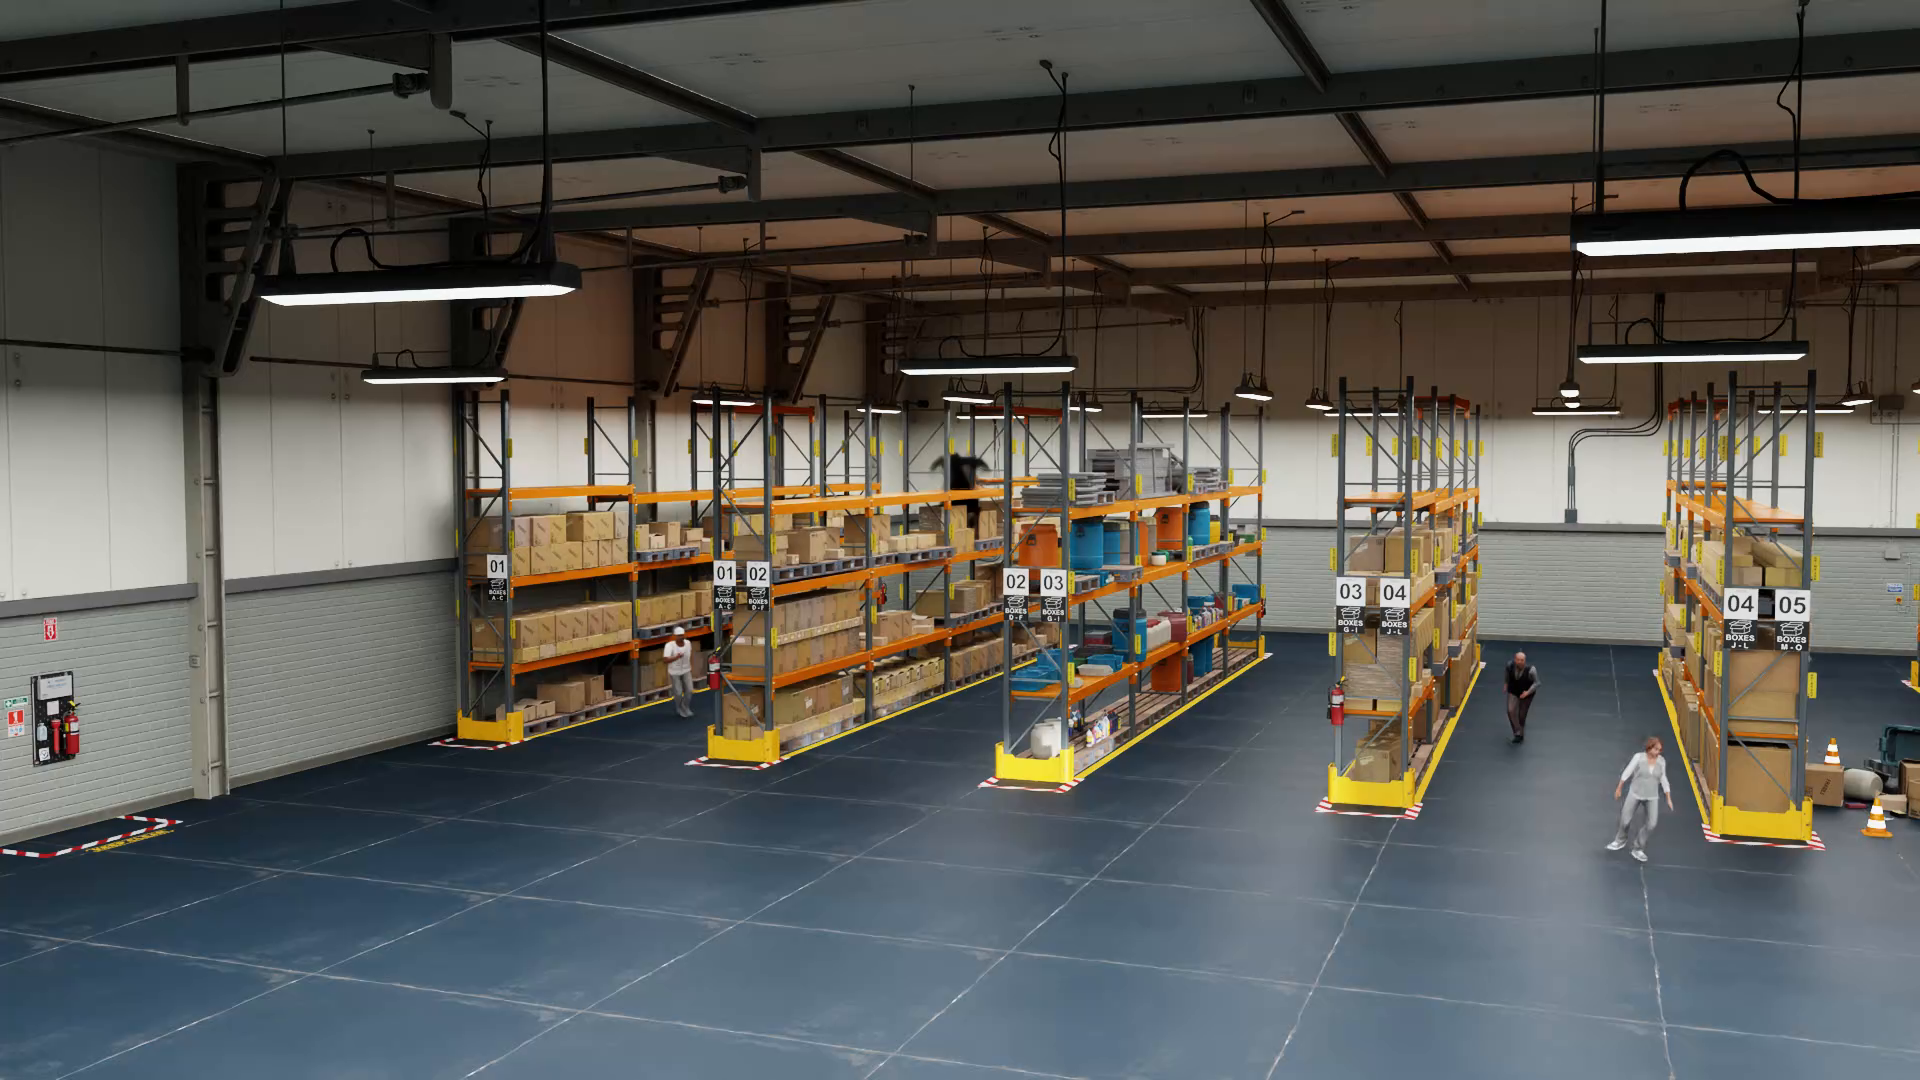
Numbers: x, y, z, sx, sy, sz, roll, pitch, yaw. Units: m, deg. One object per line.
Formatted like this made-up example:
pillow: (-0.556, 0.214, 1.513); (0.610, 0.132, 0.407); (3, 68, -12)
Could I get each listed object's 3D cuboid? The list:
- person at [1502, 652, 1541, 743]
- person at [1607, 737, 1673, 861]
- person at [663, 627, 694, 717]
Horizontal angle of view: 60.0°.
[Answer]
person: (9.582, 2.637, 28.331); (0.648, 1.547, 1.063); (2, 4, 26)
person: (8.277, 3.186, 20.251); (0.664, 1.421, 0.578); (0, 3, 5)
person: (-5.204, 2.458, 30.756); (0.636, 1.716, 0.865); (-1, 3, -24)
